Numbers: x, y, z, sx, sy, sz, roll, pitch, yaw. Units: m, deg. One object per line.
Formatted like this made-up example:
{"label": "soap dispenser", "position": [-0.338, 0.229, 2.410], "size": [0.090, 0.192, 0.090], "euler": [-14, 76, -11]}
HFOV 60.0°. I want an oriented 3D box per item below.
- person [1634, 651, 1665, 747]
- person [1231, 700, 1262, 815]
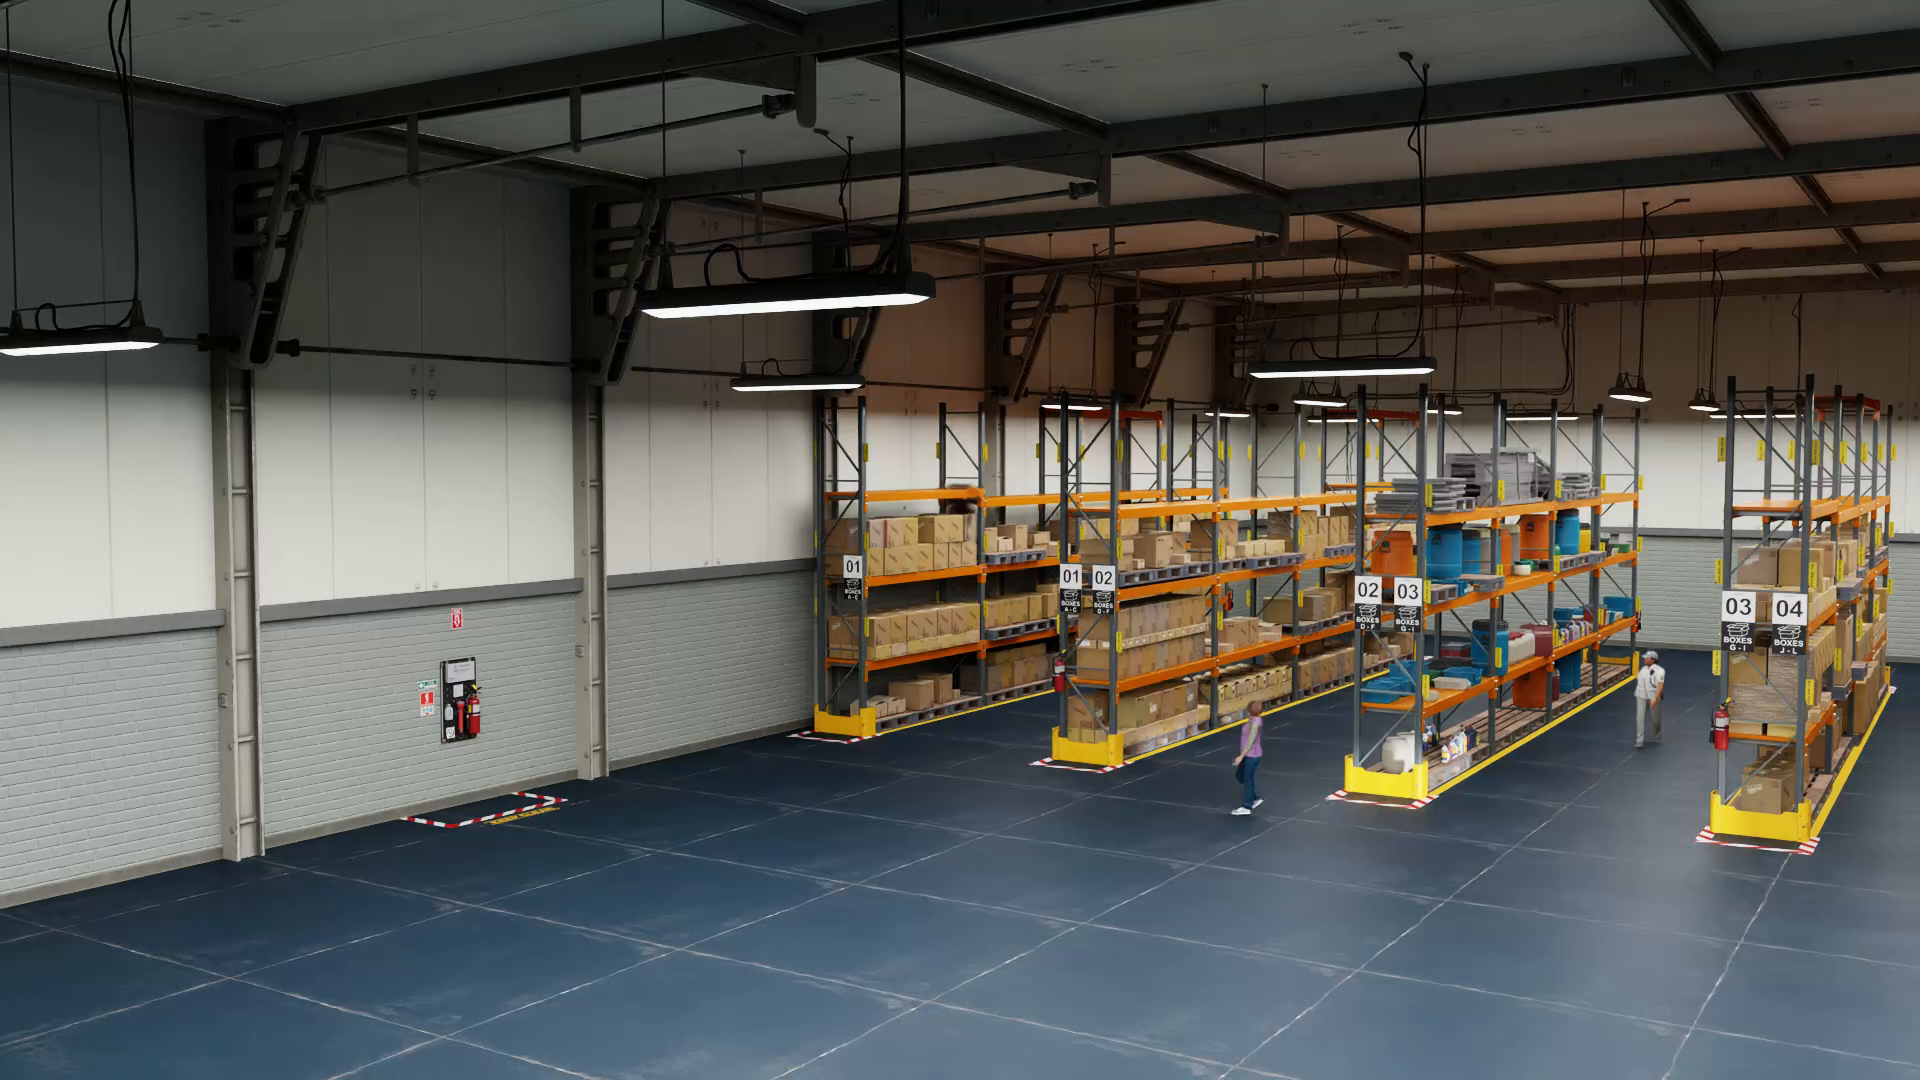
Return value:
{"label": "person", "position": [11.777, 2.697, 28.406], "size": [0.465, 1.614, 0.952], "euler": [1, 3, 26]}
{"label": "person", "position": [3.972, 2.994, 23.004], "size": [0.461, 1.594, 0.490], "euler": [0, 3, -1]}
